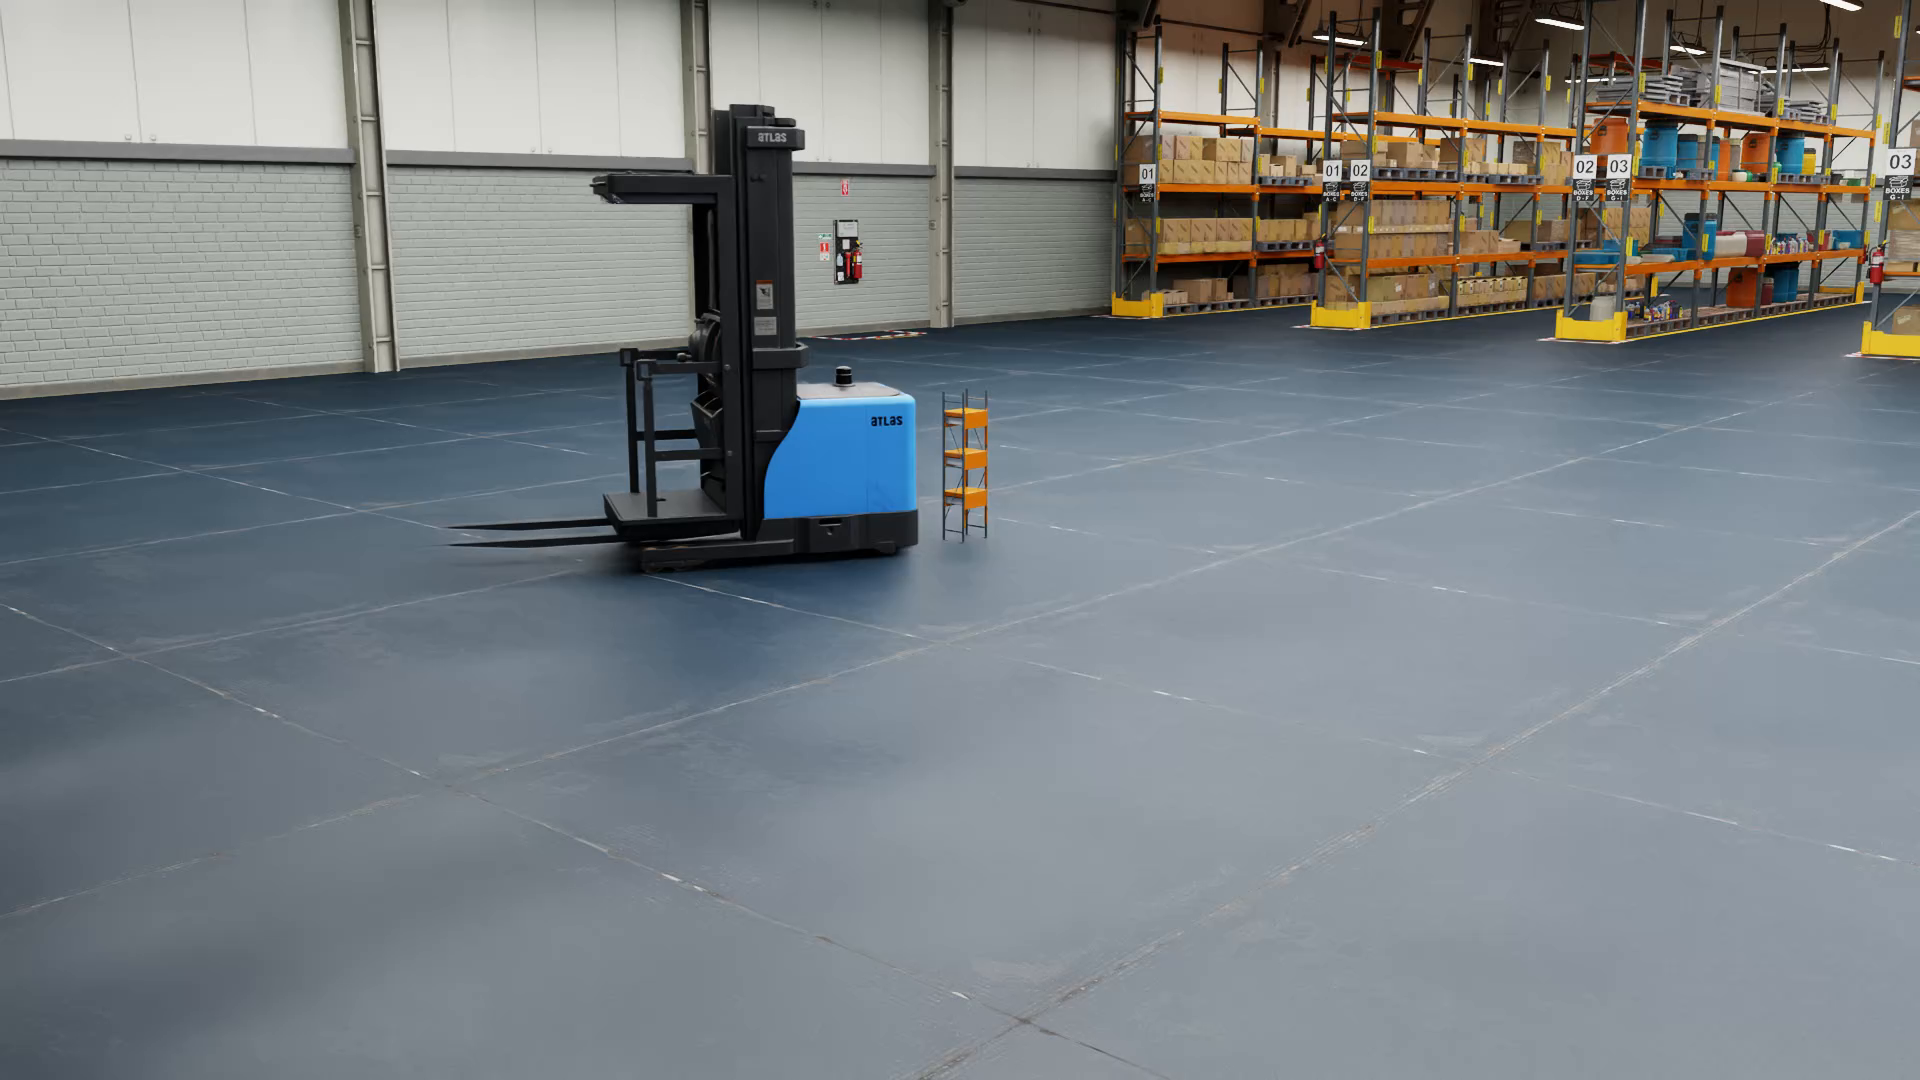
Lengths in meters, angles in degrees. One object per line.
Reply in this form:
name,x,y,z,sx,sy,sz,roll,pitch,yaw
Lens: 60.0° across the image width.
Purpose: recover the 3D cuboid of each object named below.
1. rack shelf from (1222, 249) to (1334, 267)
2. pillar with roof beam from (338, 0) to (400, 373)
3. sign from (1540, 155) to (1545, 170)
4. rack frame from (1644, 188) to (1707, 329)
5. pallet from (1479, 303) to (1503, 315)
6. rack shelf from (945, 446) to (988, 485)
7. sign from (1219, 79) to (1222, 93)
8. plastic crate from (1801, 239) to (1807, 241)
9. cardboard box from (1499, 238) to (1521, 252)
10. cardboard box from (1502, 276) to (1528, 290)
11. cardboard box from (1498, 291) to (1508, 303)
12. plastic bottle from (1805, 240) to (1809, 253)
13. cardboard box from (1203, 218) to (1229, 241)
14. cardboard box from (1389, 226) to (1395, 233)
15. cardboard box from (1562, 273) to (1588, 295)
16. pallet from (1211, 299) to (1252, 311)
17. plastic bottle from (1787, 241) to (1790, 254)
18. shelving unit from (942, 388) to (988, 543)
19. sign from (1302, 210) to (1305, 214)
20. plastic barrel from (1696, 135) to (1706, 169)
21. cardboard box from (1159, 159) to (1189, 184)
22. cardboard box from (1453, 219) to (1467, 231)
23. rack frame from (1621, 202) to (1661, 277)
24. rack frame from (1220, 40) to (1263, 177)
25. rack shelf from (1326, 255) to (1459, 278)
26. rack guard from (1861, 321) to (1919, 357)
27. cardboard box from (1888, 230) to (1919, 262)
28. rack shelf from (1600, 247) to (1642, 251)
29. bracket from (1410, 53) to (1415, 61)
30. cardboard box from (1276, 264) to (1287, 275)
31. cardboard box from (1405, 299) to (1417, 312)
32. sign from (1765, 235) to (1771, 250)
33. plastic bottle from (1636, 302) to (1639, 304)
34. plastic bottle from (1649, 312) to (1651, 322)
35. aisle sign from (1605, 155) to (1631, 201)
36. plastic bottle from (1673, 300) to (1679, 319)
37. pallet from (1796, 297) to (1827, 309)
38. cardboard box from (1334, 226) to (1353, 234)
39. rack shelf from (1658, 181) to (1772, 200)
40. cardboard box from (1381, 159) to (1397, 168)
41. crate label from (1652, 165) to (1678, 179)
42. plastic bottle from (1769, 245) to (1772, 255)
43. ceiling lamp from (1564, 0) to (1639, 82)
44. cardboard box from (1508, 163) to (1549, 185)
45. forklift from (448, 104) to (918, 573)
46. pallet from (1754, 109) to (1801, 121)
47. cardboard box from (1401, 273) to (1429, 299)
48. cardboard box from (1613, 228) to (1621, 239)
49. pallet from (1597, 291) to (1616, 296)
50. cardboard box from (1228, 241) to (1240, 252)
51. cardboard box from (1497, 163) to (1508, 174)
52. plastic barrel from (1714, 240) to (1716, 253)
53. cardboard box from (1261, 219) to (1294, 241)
rack shelf,7.748,-6.855,40.209,1.077,0.370,4.000,10,15,40
pillar with roof beam,-5.048,-6.277,20.161,9.100,9.000,0.400,10,15,40
sign,13.204,-8.552,37.691,0.100,0.325,0.005,10,15,40
rack frame,13.870,-5.632,32.252,1.000,3.000,0.127,10,15,40
pallet,11.414,-5.200,37.206,1.003,0.211,1.213,10,15,40
rack shelf,0.035,-0.512,11.650,0.215,0.259,0.240,10,15,40
sign,6.007,-10.462,38.326,0.100,0.325,0.005,10,15,40
plastic crate,20.314,-7.114,39.943,0.416,0.233,0.300,10,15,40
cardboard box,12.519,-6.770,38.177,0.500,0.311,0.500,11,16,44
cardboard box,12.631,-5.886,38.036,0.500,0.311,0.500,10,15,42
cardboard box,11.956,-5.461,37.340,0.500,0.250,0.500,10,15,42
plastic bottle,19.133,-6.649,37.658,0.152,0.276,0.135,10,15,40
cardboard box,5.683,-6.961,37.321,0.500,0.500,0.500,9,15,39
cardboard box,8.438,-6.194,33.155,0.380,0.149,0.250,9,15,39
cardboard box,14.989,-6.259,40.649,0.500,0.500,0.500,10,15,41
pallet,6.011,-5.442,38.421,1.003,0.211,1.213,10,15,40
plastic bottle,18.199,-6.431,36.547,0.061,0.283,0.133,10,15,40
shelving unit,0.035,-0.523,11.648,0.215,1.050,0.252,10,15,40
sign,8.649,-8.141,41.855,0.100,0.325,0.005,10,15,40
plastic barrel,14.474,-7.548,32.906,0.600,0.901,0.600,0,11,0
cardboard box,4.578,-7.946,35.870,0.500,0.500,0.500,-11,16,-44
cardboard box,13.548,-8.641,46.550,0.980,0.700,0.700,10,15,40
rack frame,18.073,-8.039,44.301,1.000,3.000,0.127,10,15,40
rack frame,6.428,-9.855,38.078,1.000,3.000,0.127,10,15,40
rack shelf,8.831,-5.626,34.059,1.077,0.370,4.000,10,15,40
rack guard,15.000,-3.189,26.401,1.175,0.500,0.348,10,15,40
cardboard box,15.334,-4.676,26.448,0.875,0.500,0.500,10,15,40
rack shelf,16.753,-7.392,42.898,1.077,0.370,4.000,10,15,40
bracket,12.062,-13.027,44.770,0.235,0.232,0.430,10,15,40
cardboard box,7.530,-6.524,40.059,0.500,0.250,0.500,9,15,39
cardboard box,9.024,-4.813,34.098,0.500,0.250,0.500,10,15,40
sign,16.928,-6.231,34.832,0.100,0.325,0.005,10,15,40
plastic bottle,13.137,-4.471,32.269,0.152,0.276,0.135,10,15,42
plastic bottle,12.729,-4.129,30.747,0.097,0.201,0.097,0,11,0
aisle sign,11.402,-6.270,28.809,0.394,0.787,0.004,10,15,40
plastic bottle,13.661,-4.417,31.808,0.144,0.351,0.185,9,15,39
pallet,19.607,-5.555,38.985,1.003,0.211,1.213,10,15,40
cardboard box,7.620,-6.133,32.847,0.380,0.149,0.250,9,15,39
rack shelf,15.190,-7.045,33.502,1.077,0.370,4.000,10,15,40
cardboard box,8.420,-7.457,32.944,0.380,0.149,0.250,10,15,40
crate label,12.713,-6.675,30.192,0.502,0.251,0.408,10,15,40
plastic bottle,17.290,-6.228,35.532,0.061,0.283,0.133,10,15,40
ceiling lamp,18.018,-14.551,46.688,2.000,3.185,0.800,10,15,40
cardboard box,13.055,-8.450,38.448,0.910,0.500,0.500,10,15,40
forklift,-1.857,-1.340,10.937,3.031,2.935,1.130,-3,12,-17
pallet,17.010,-8.976,35.180,1.213,0.211,1.003,10,15,40
cardboard box,9.344,-5.256,34.402,0.500,0.500,0.500,10,15,40
cardboard box,16.309,-7.615,41.923,0.500,0.500,0.500,10,15,41
pallet,15.887,-6.184,42.133,1.003,0.211,1.213,10,15,40
cardboard box,6.008,-6.668,37.771,0.500,0.250,0.500,10,15,41
cardboard box,11.816,-8.229,36.905,0.500,0.250,0.500,9,15,39
plastic barrel,14.666,-5.811,32.802,0.433,0.535,0.433,0,11,0
cardboard box,7.575,-7.431,39.878,0.500,0.500,0.700,-10,15,-40
